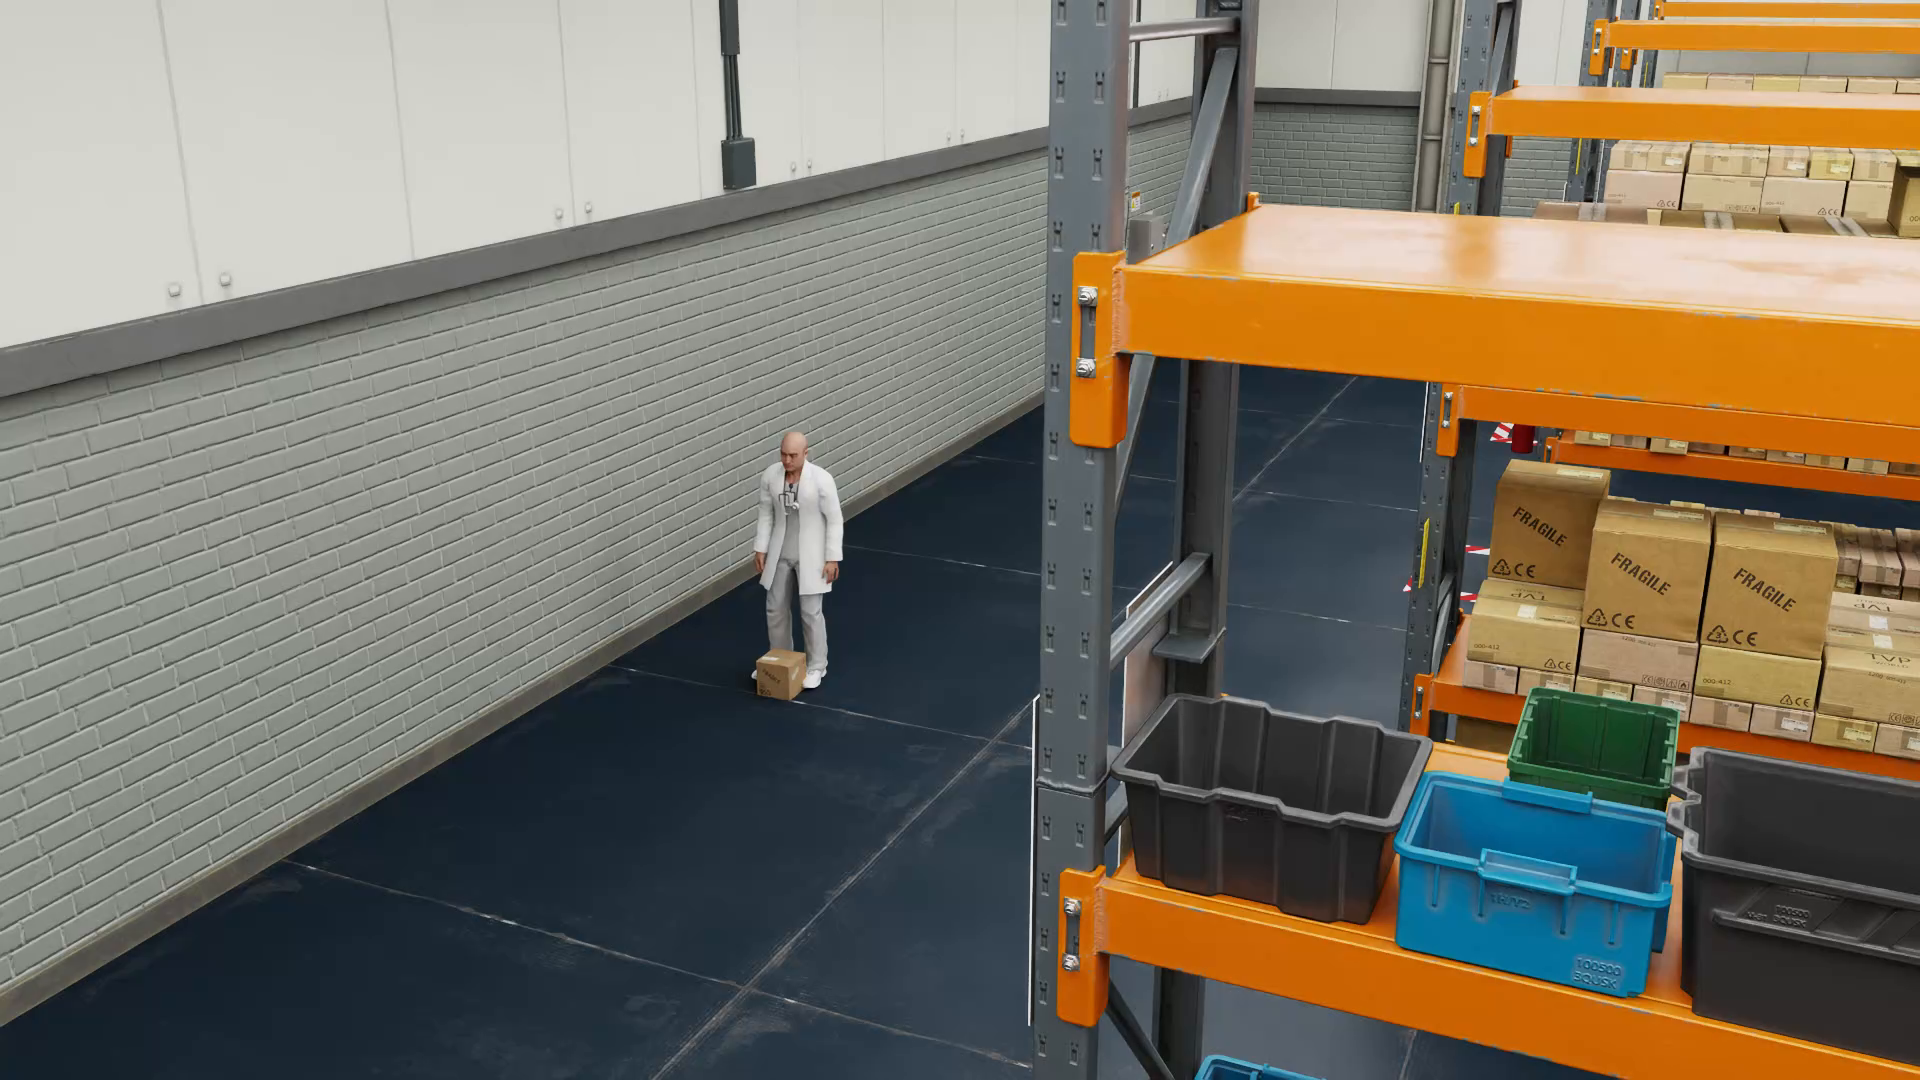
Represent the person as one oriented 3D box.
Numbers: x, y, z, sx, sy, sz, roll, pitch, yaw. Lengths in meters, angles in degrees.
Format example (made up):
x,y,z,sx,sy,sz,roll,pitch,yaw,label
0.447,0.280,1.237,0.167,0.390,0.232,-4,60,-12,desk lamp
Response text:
x,y,z,sx,sy,sz,roll,pitch,yaw,label
-1.096,0.116,11.246,0.653,1.774,0.424,7,20,20,person
